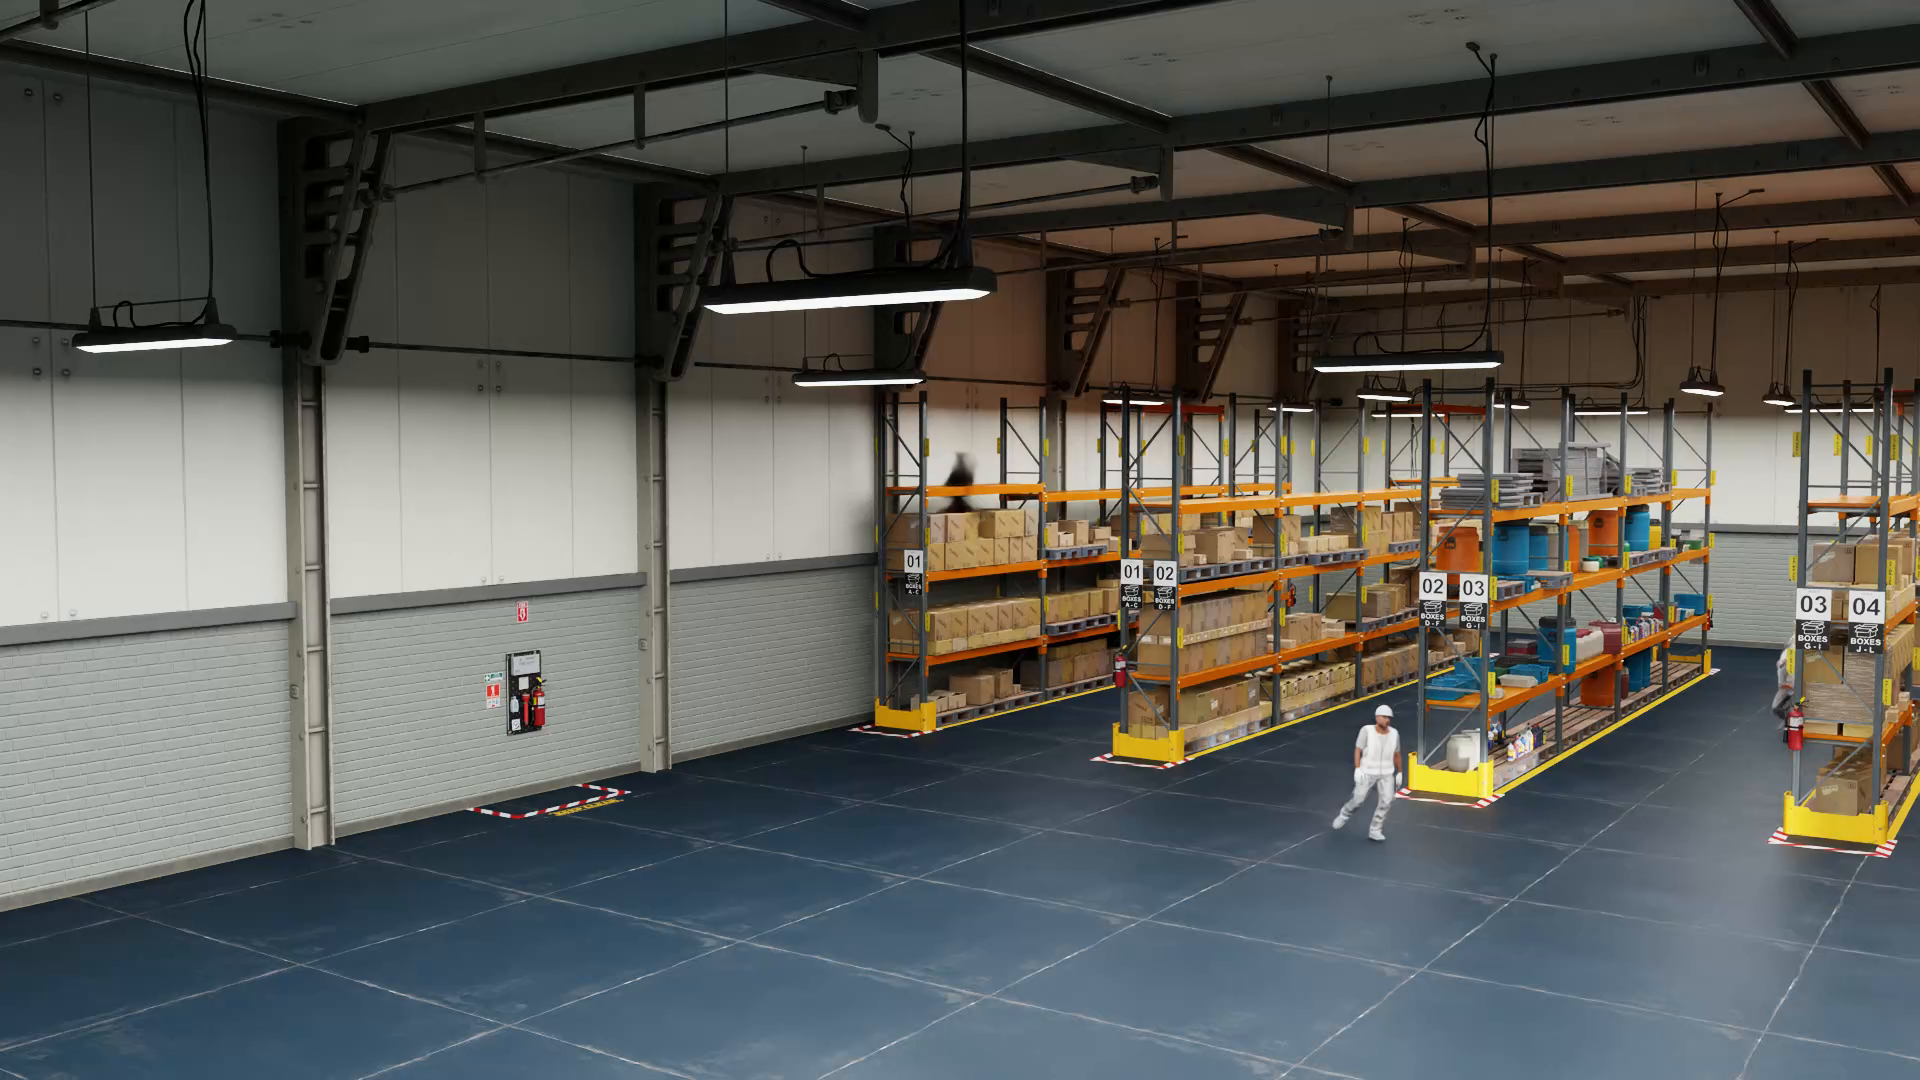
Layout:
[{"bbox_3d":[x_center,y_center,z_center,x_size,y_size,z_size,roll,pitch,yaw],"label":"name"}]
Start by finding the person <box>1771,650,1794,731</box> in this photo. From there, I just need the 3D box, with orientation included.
[{"bbox_3d":[14.329,2.622,28.713,0.982,1.518,0.673,-2,4,-38],"label":"person"}]

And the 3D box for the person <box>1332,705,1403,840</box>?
[{"bbox_3d":[5.229,2.929,21.253,0.830,1.662,0.549,0,3,-2],"label":"person"}]
